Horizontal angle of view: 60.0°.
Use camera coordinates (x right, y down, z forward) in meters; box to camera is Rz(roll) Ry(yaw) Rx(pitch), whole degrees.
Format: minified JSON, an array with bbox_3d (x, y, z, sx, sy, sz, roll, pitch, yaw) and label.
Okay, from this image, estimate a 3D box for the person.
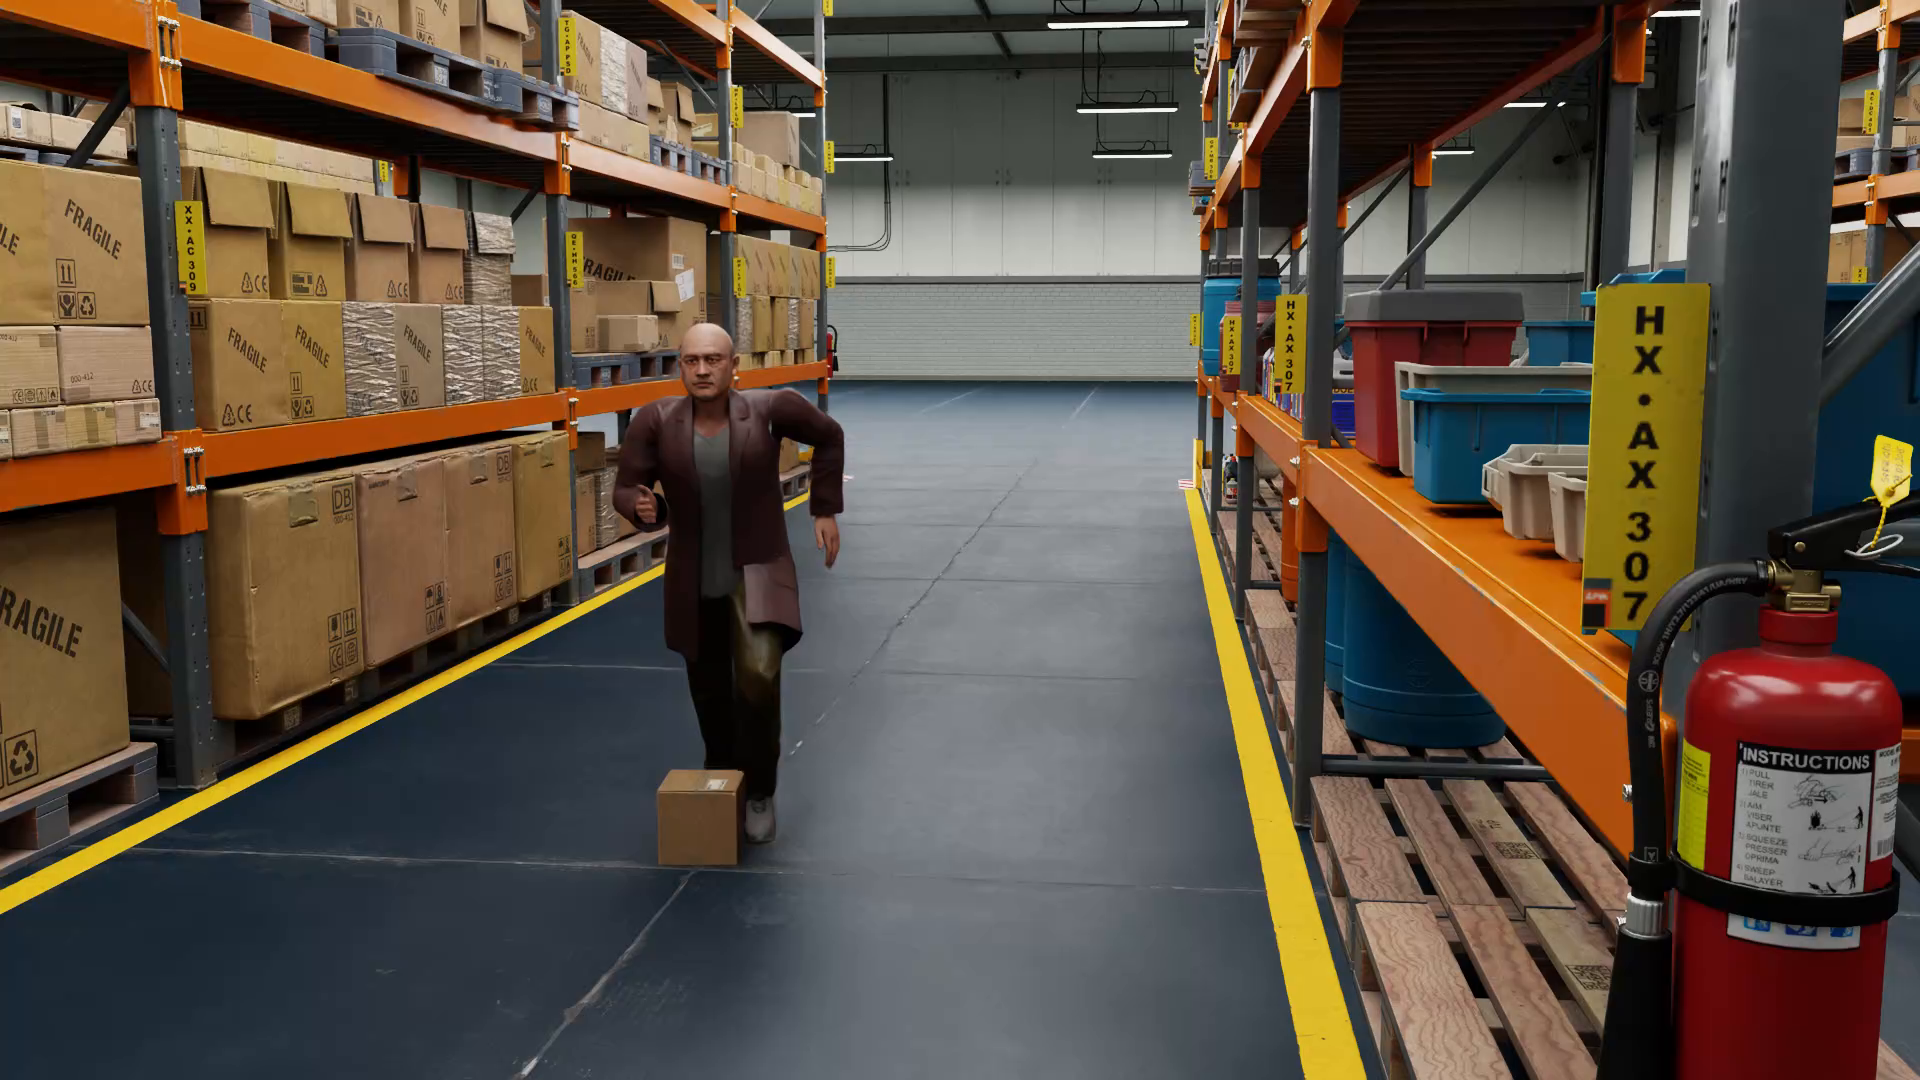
[{"bbox_3d":[-0.771,-0.054,5.449,0.700,0.938,0.650,1,8,10],"label":"person"}]
